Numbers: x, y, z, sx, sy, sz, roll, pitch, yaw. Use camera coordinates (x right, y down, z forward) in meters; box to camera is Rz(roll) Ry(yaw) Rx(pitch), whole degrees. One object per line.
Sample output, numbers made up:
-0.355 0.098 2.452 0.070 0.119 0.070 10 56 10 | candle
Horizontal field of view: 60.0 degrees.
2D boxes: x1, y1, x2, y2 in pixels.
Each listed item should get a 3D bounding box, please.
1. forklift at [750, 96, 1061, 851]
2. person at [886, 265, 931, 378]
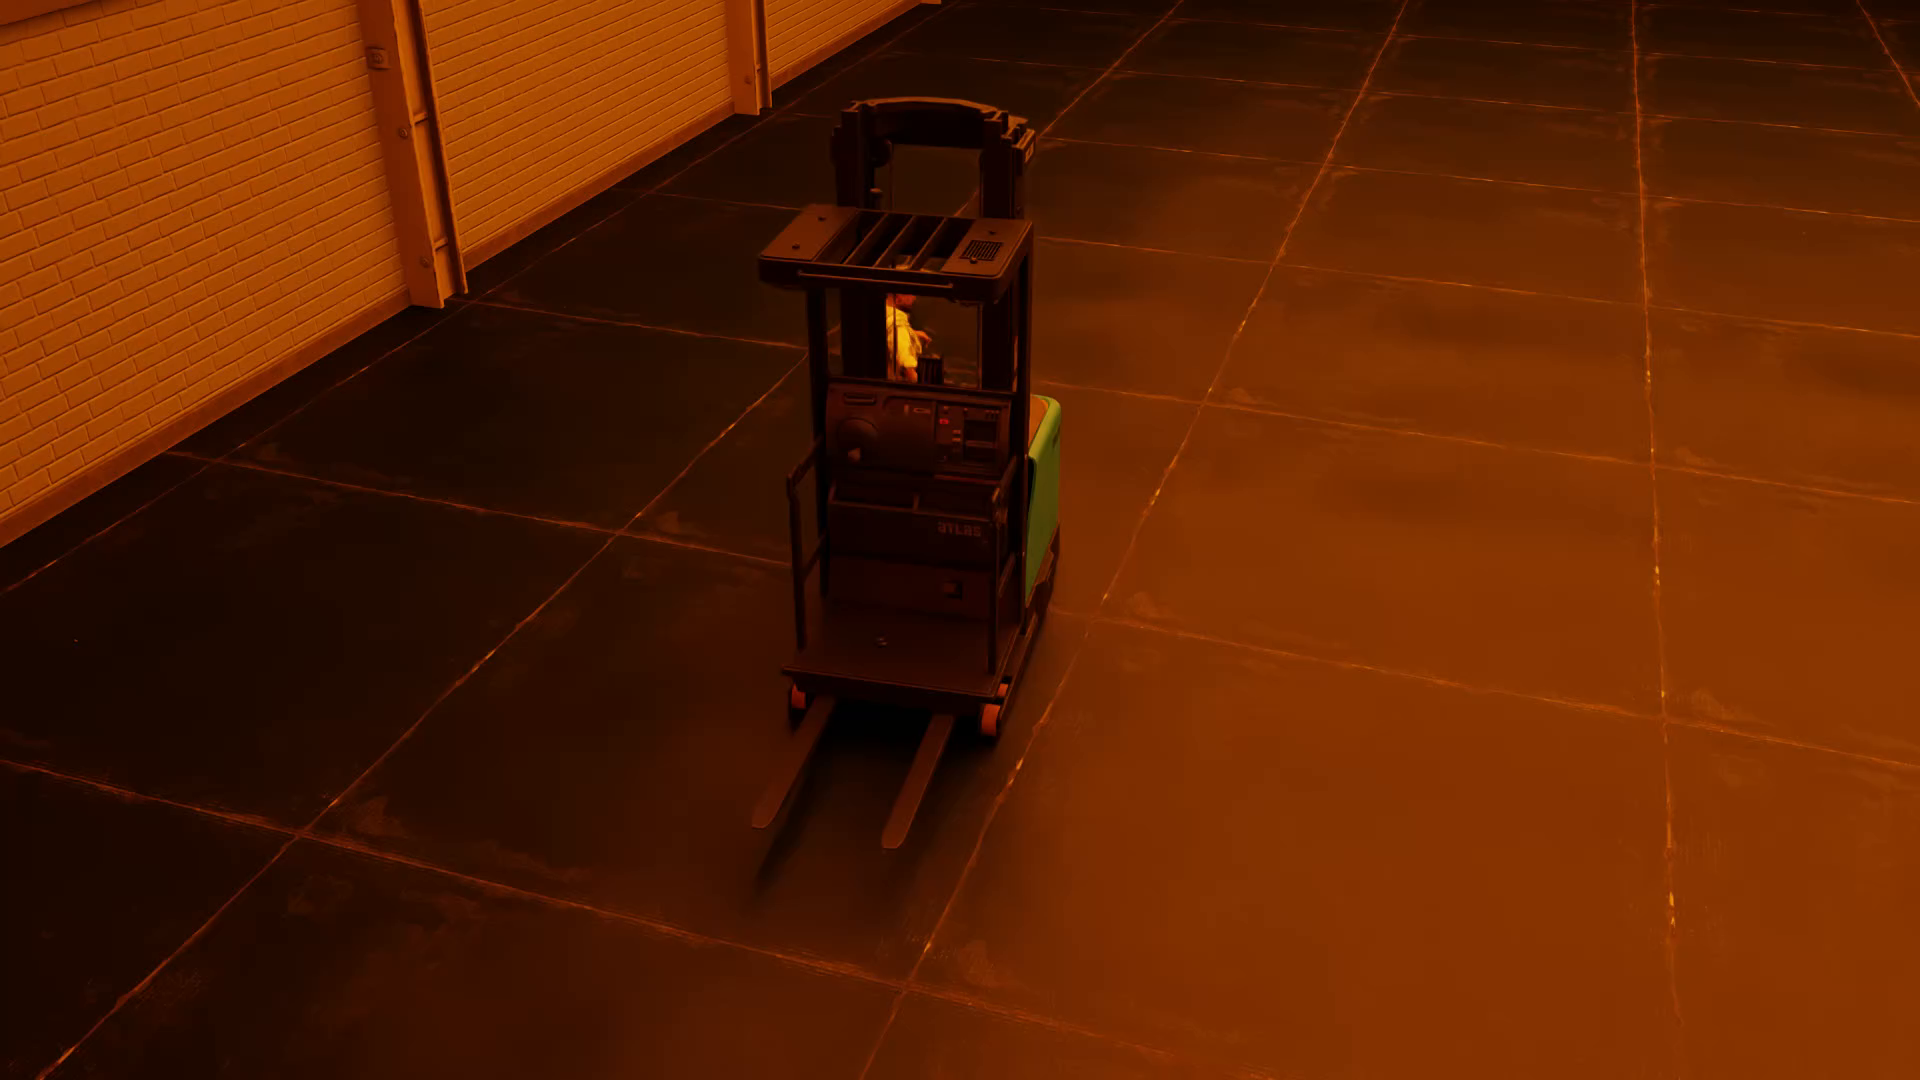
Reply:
-0.258 -0.492 7.999 1.130 2.935 3.031 7 30 12 | forklift
-0.288 -0.933 10.198 0.964 1.599 1.069 -10 31 -17 | person
